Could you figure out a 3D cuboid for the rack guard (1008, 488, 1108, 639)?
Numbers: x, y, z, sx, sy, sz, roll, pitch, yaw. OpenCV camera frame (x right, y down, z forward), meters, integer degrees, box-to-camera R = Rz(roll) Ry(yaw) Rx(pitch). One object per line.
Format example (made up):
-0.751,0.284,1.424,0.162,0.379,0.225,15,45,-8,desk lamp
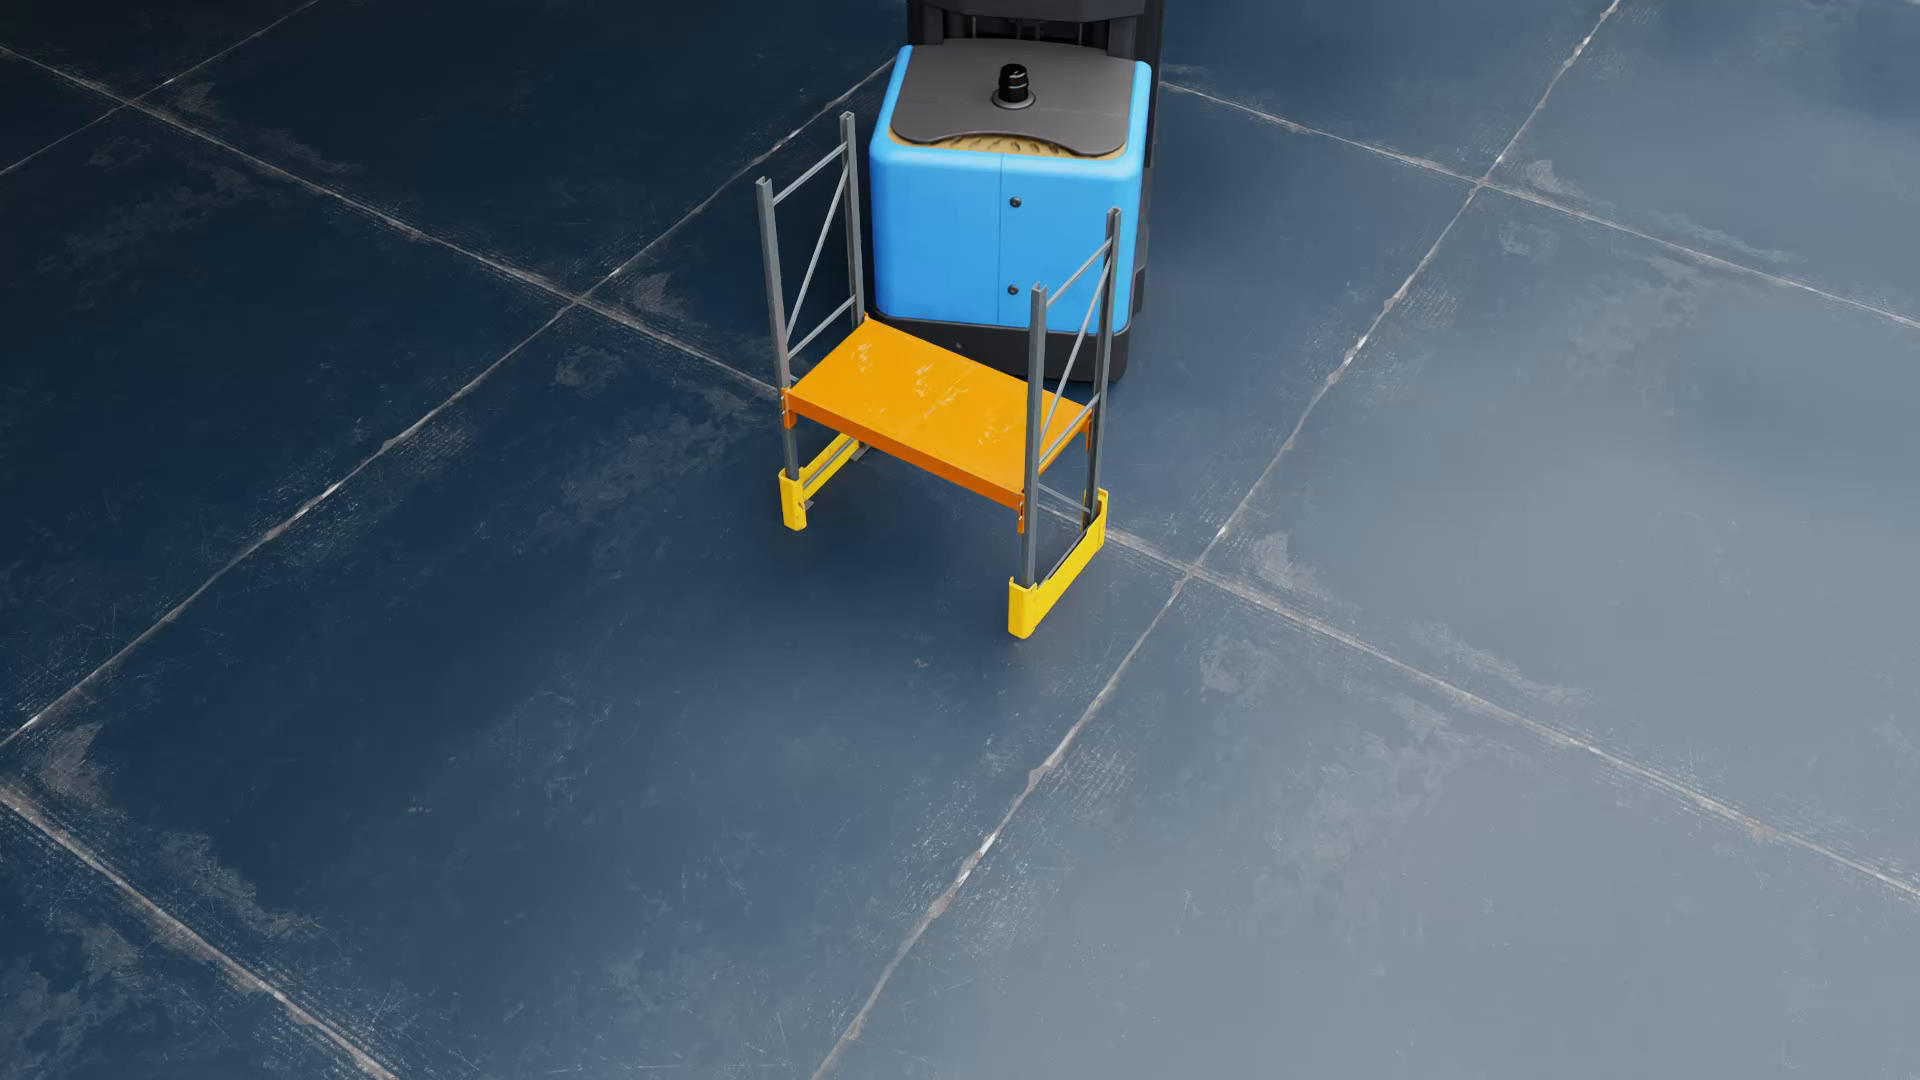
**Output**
0.355,0.076,6.002,0.087,0.250,0.587,25,51,22,rack guard

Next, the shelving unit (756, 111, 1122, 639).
-0.064,-0.552,5.741,1.083,1.500,0.587,25,51,22,shelving unit

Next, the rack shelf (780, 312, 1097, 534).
-0.072,-0.430,5.873,1.000,0.185,0.538,25,51,22,rack shelf

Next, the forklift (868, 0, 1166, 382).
0.353,-2.728,6.857,1.130,2.935,3.031,6,46,5,forklift

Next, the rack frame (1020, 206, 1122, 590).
0.356,-0.359,5.553,0.032,1.500,0.500,25,51,22,rack frame

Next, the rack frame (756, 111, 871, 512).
-0.500,-0.753,5.935,0.032,1.500,0.500,25,51,22,rack frame

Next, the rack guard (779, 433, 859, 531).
-0.483,-0.309,6.376,0.087,0.250,0.587,25,51,22,rack guard
